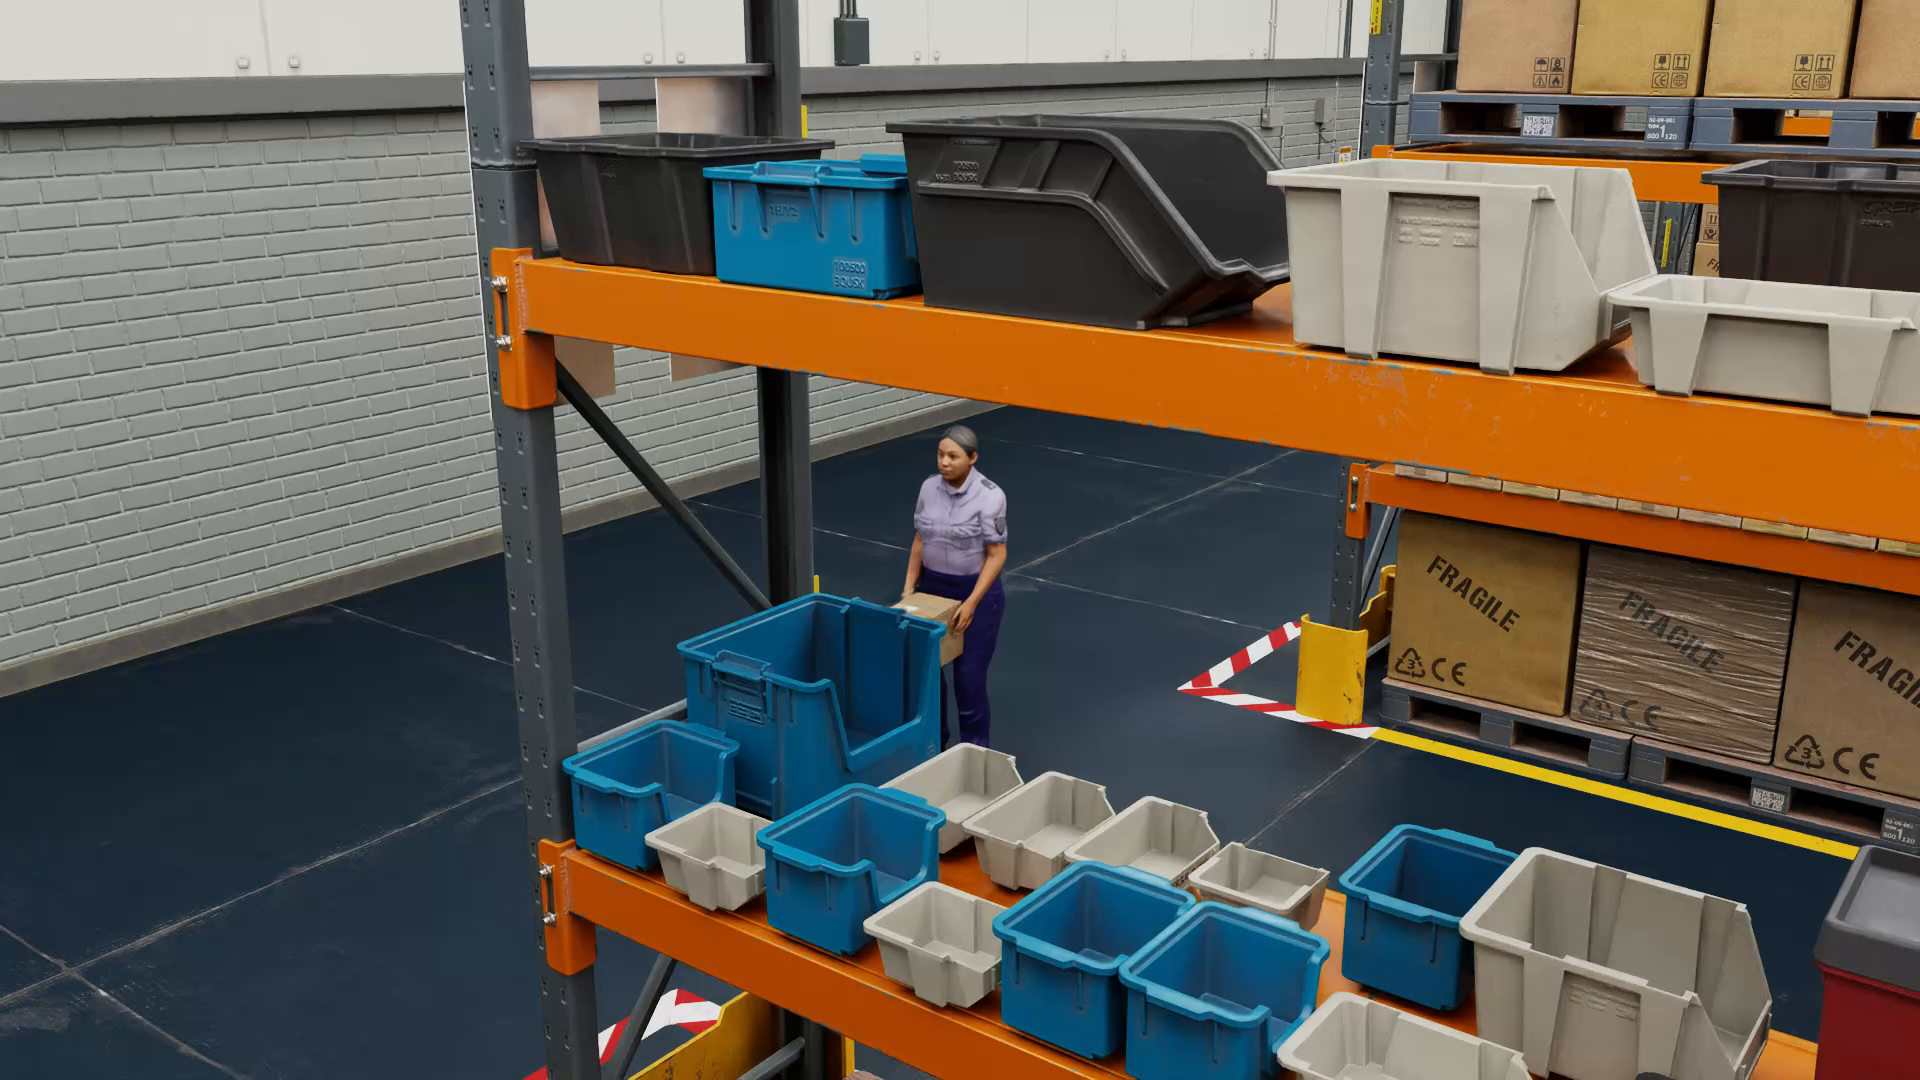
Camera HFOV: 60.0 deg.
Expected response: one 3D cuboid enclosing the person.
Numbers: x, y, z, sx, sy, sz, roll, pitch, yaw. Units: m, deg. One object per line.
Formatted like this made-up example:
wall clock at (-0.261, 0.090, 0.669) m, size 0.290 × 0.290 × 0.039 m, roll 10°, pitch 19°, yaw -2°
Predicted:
person at (-0.042, 0.291, 7.572) m, size 0.510 × 1.656 × 0.386 m, roll 12°, pitch 20°, yaw 34°
